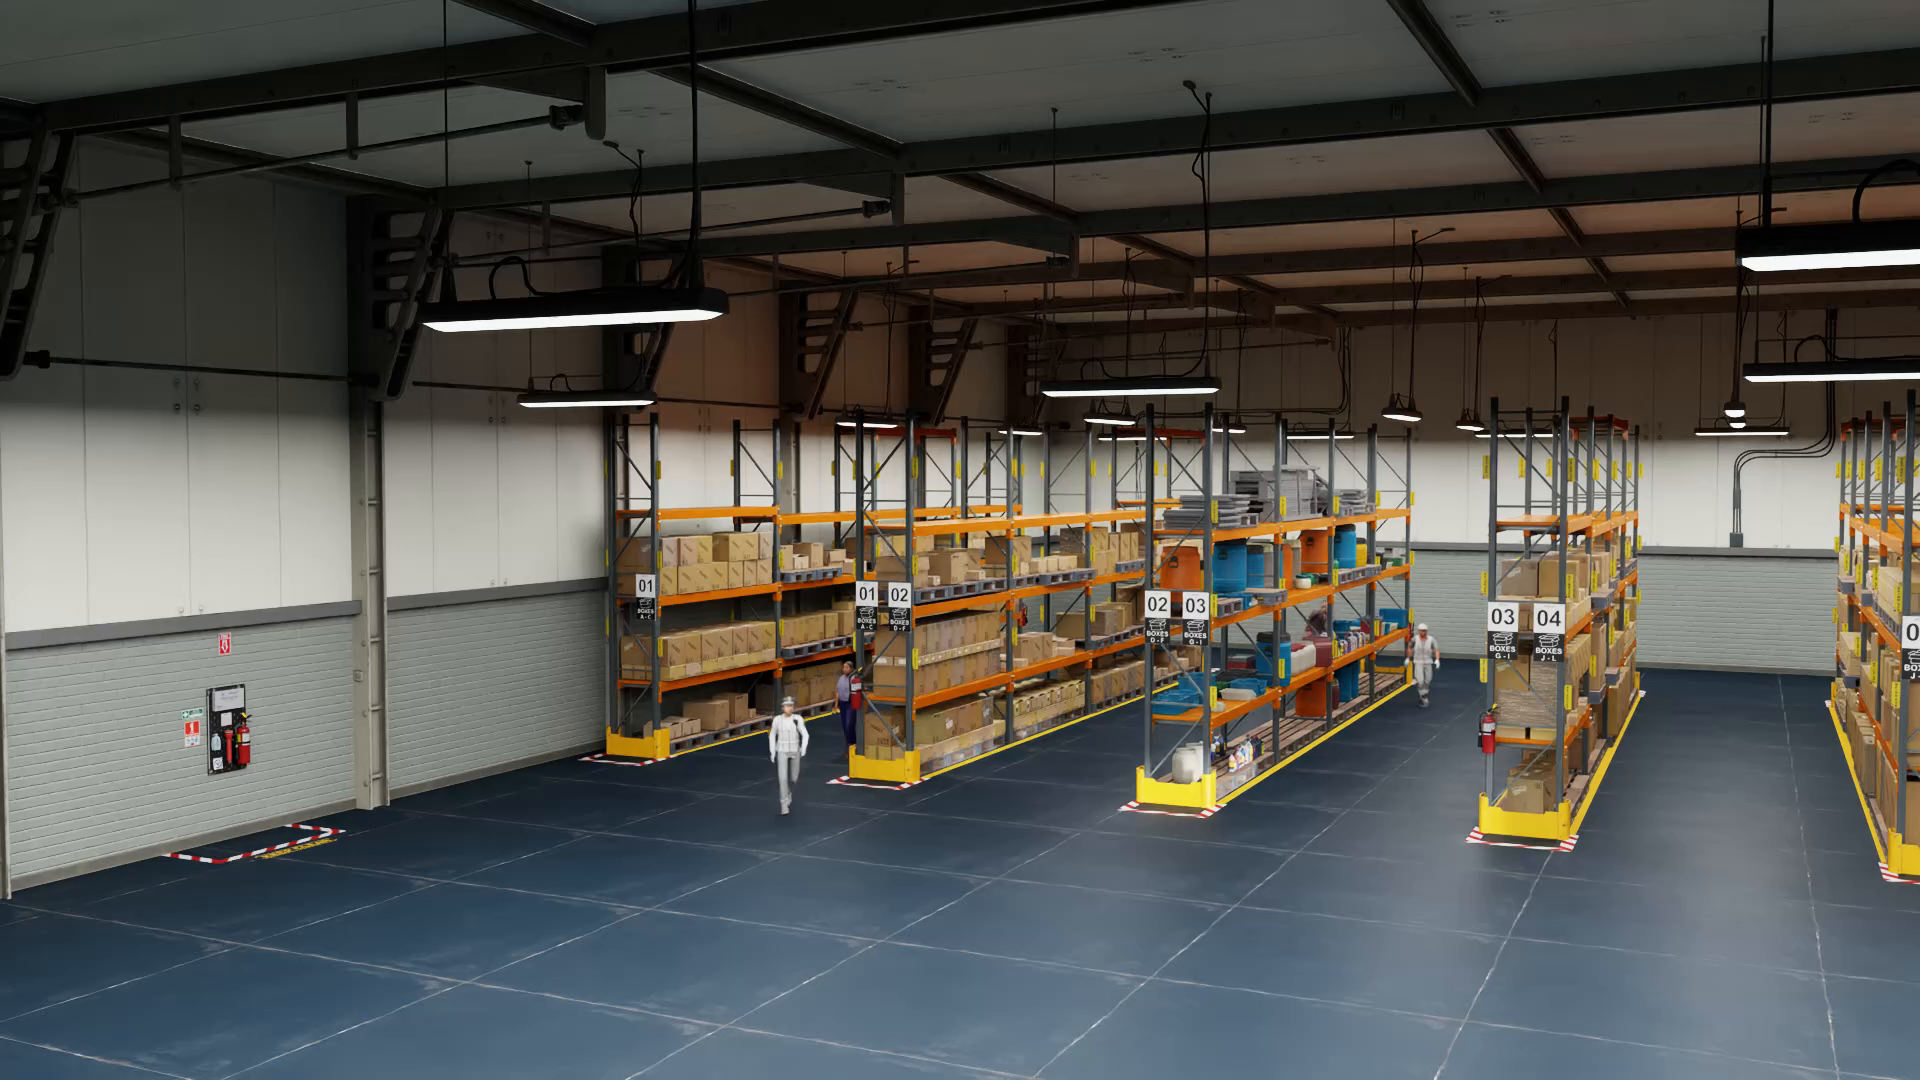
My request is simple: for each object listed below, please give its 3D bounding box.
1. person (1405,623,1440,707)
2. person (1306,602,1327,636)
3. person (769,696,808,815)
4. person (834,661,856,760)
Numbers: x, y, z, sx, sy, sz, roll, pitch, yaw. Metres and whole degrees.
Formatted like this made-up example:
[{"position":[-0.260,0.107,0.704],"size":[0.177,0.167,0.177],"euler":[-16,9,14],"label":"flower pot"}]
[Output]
[{"position":[9.838,2.678,35.351],"size":[0.657,1.825,0.761],"euler":[0,2,8],"label":"person"},{"position":[8.965,2.401,41.971],"size":[0.739,1.681,0.695],"euler":[-2,3,-43],"label":"person"},{"position":[-2.506,3.137,24.470],"size":[0.564,1.684,0.819],"euler":[-1,2,-15],"label":"person"},{"position":[-1.974,2.971,29.123],"size":[0.532,1.660,0.642],"euler":[2,3,42],"label":"person"}]
